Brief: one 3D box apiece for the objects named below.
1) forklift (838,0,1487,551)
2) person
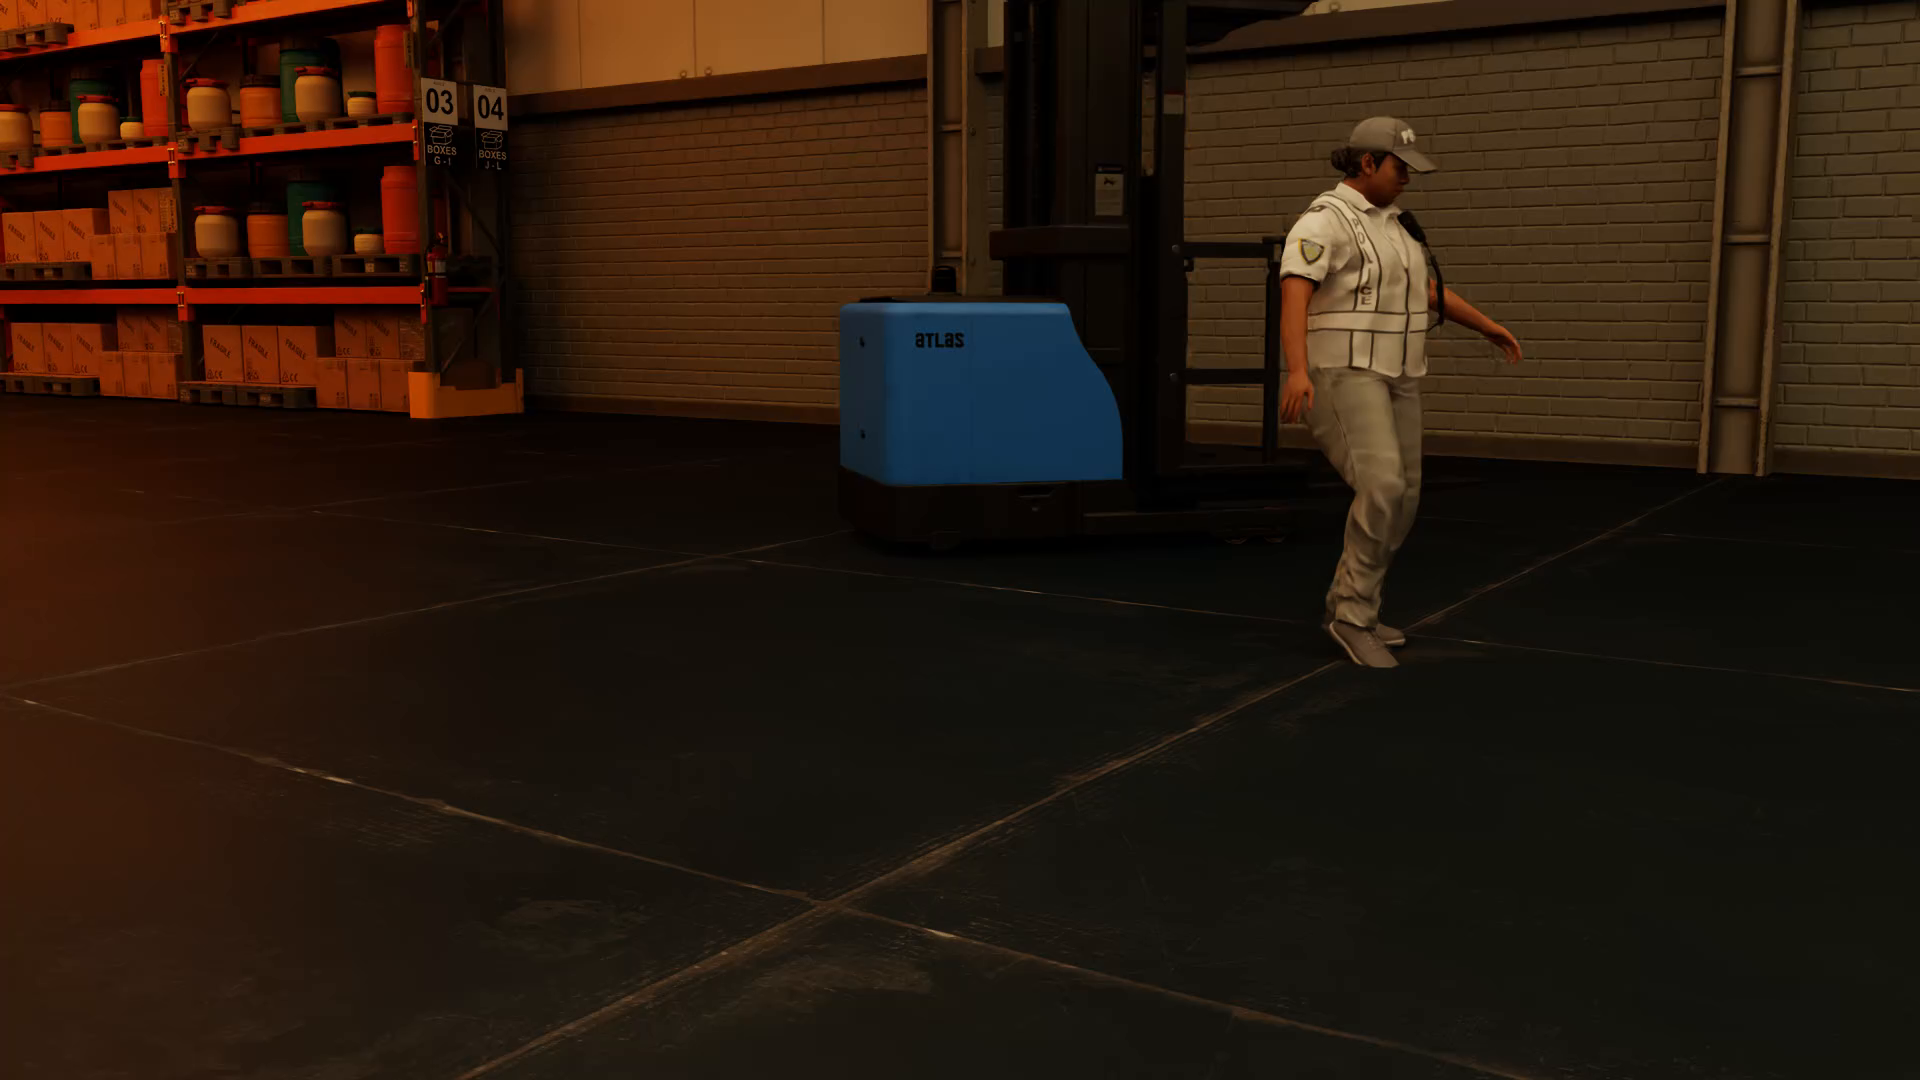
[{"bbox_3d":[0.996,-1.497,7.723,3.031,2.935,1.130,-2,8,-17],"label":"forklift"},{"bbox_3d":[1.284,-0.444,5.127,0.880,1.693,0.517,-6,10,-37],"label":"person"}]
